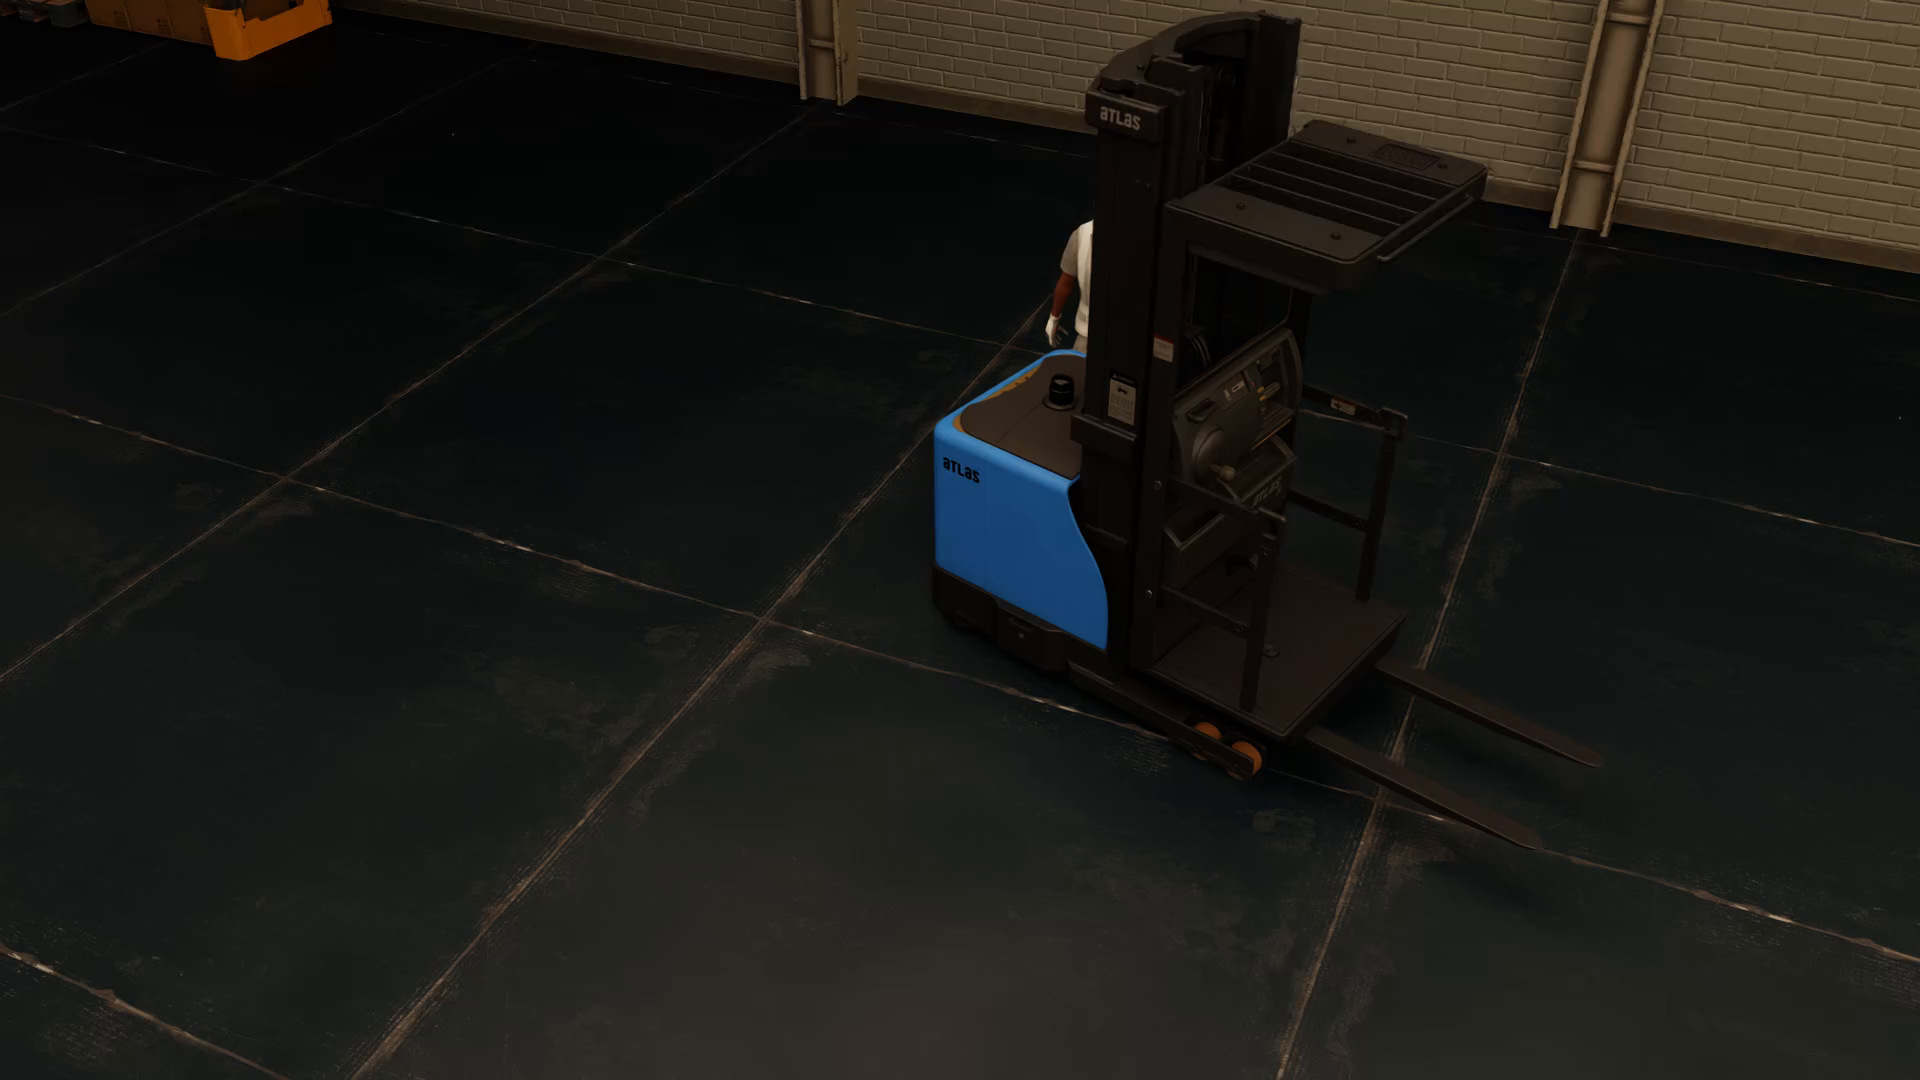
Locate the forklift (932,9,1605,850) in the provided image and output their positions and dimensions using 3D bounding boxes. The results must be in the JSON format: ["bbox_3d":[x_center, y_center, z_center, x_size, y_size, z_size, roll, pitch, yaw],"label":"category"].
[{"bbox_3d":[1.319,-0.508,6.799,3.031,2.935,1.130,26,43,31],"label":"forklift"}]

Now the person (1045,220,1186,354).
[{"bbox_3d":[0.807,-1.040,8.558,0.840,1.752,0.399,15,38,20],"label":"person"}]
